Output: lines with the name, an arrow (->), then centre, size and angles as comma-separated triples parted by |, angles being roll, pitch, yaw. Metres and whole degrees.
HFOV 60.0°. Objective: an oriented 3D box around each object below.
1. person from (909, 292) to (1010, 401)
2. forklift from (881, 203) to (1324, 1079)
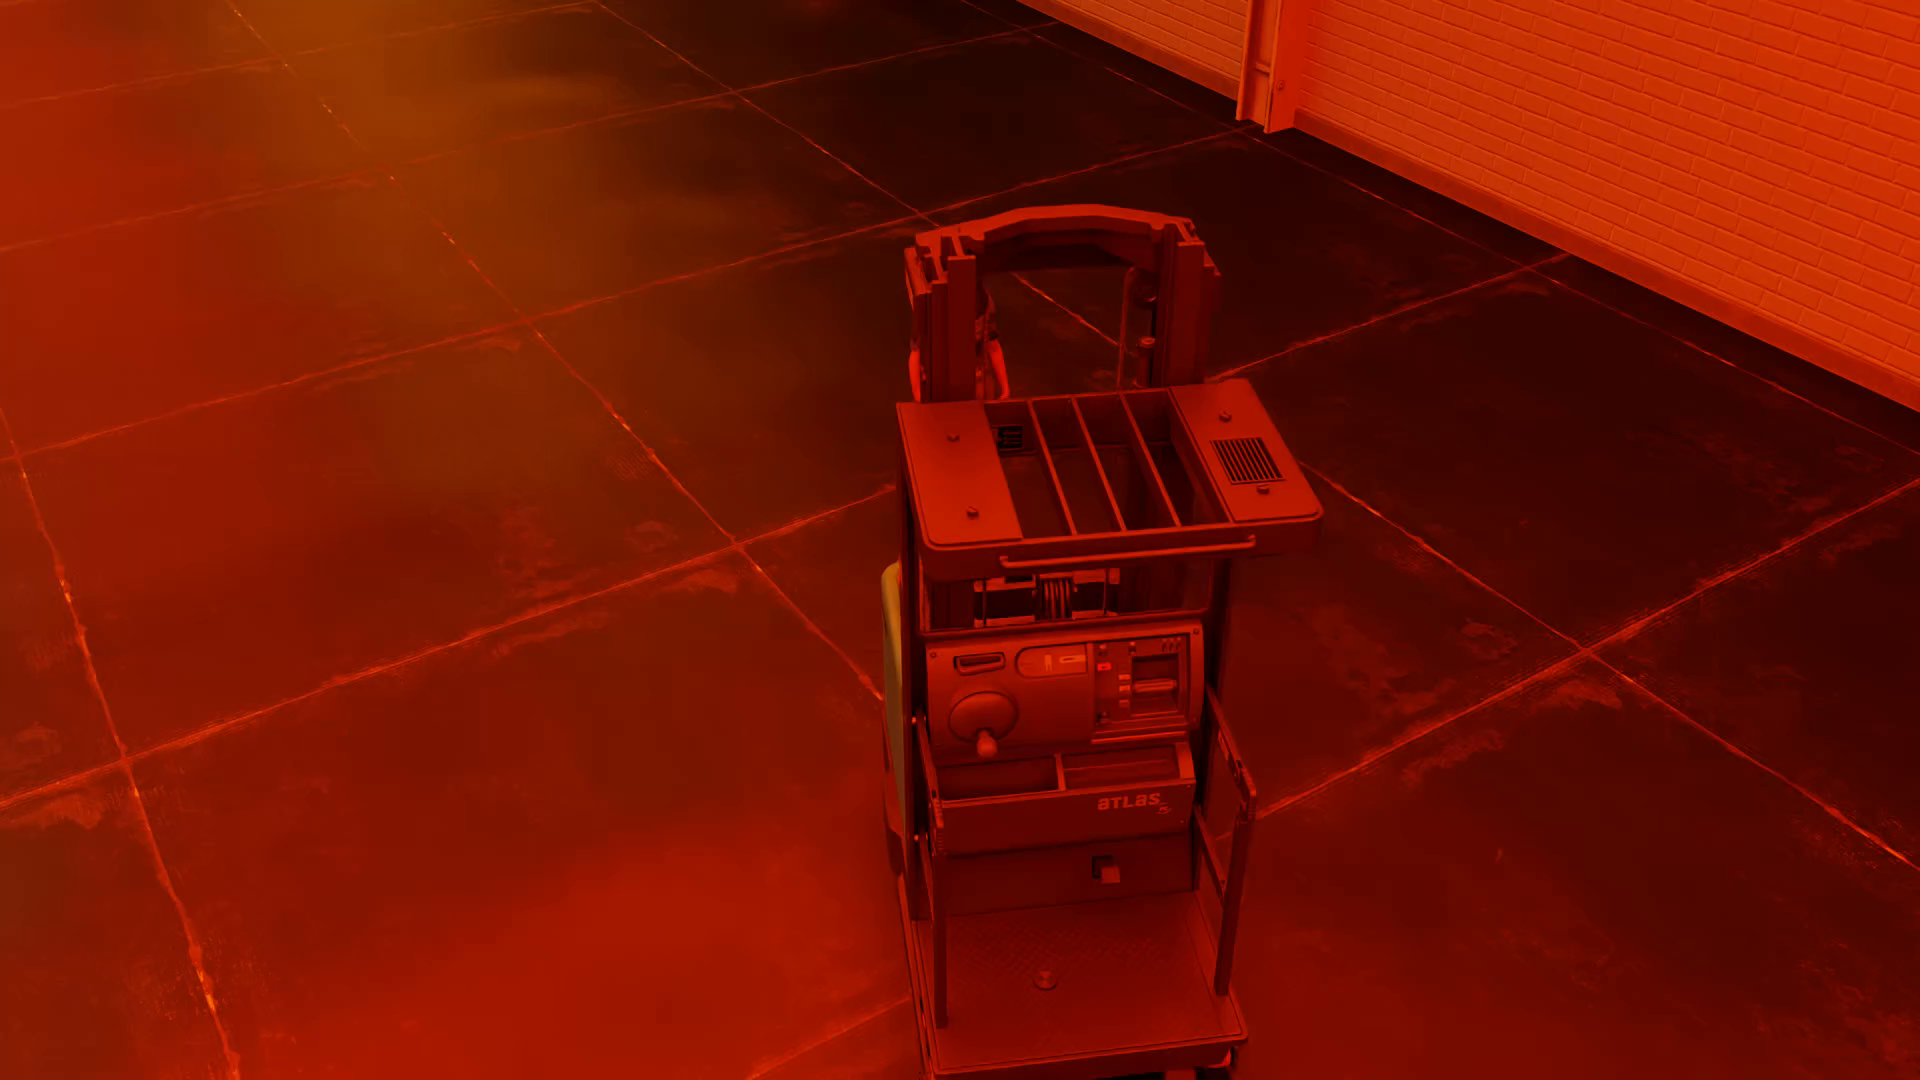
person -> 0.031, -0.634, 8.149 | 0.570, 1.654, 0.504 | -21, 40, -27
forklift -> 0.385, 0.561, 5.349 | 1.130, 2.935, 3.031 | -5, 35, -7
